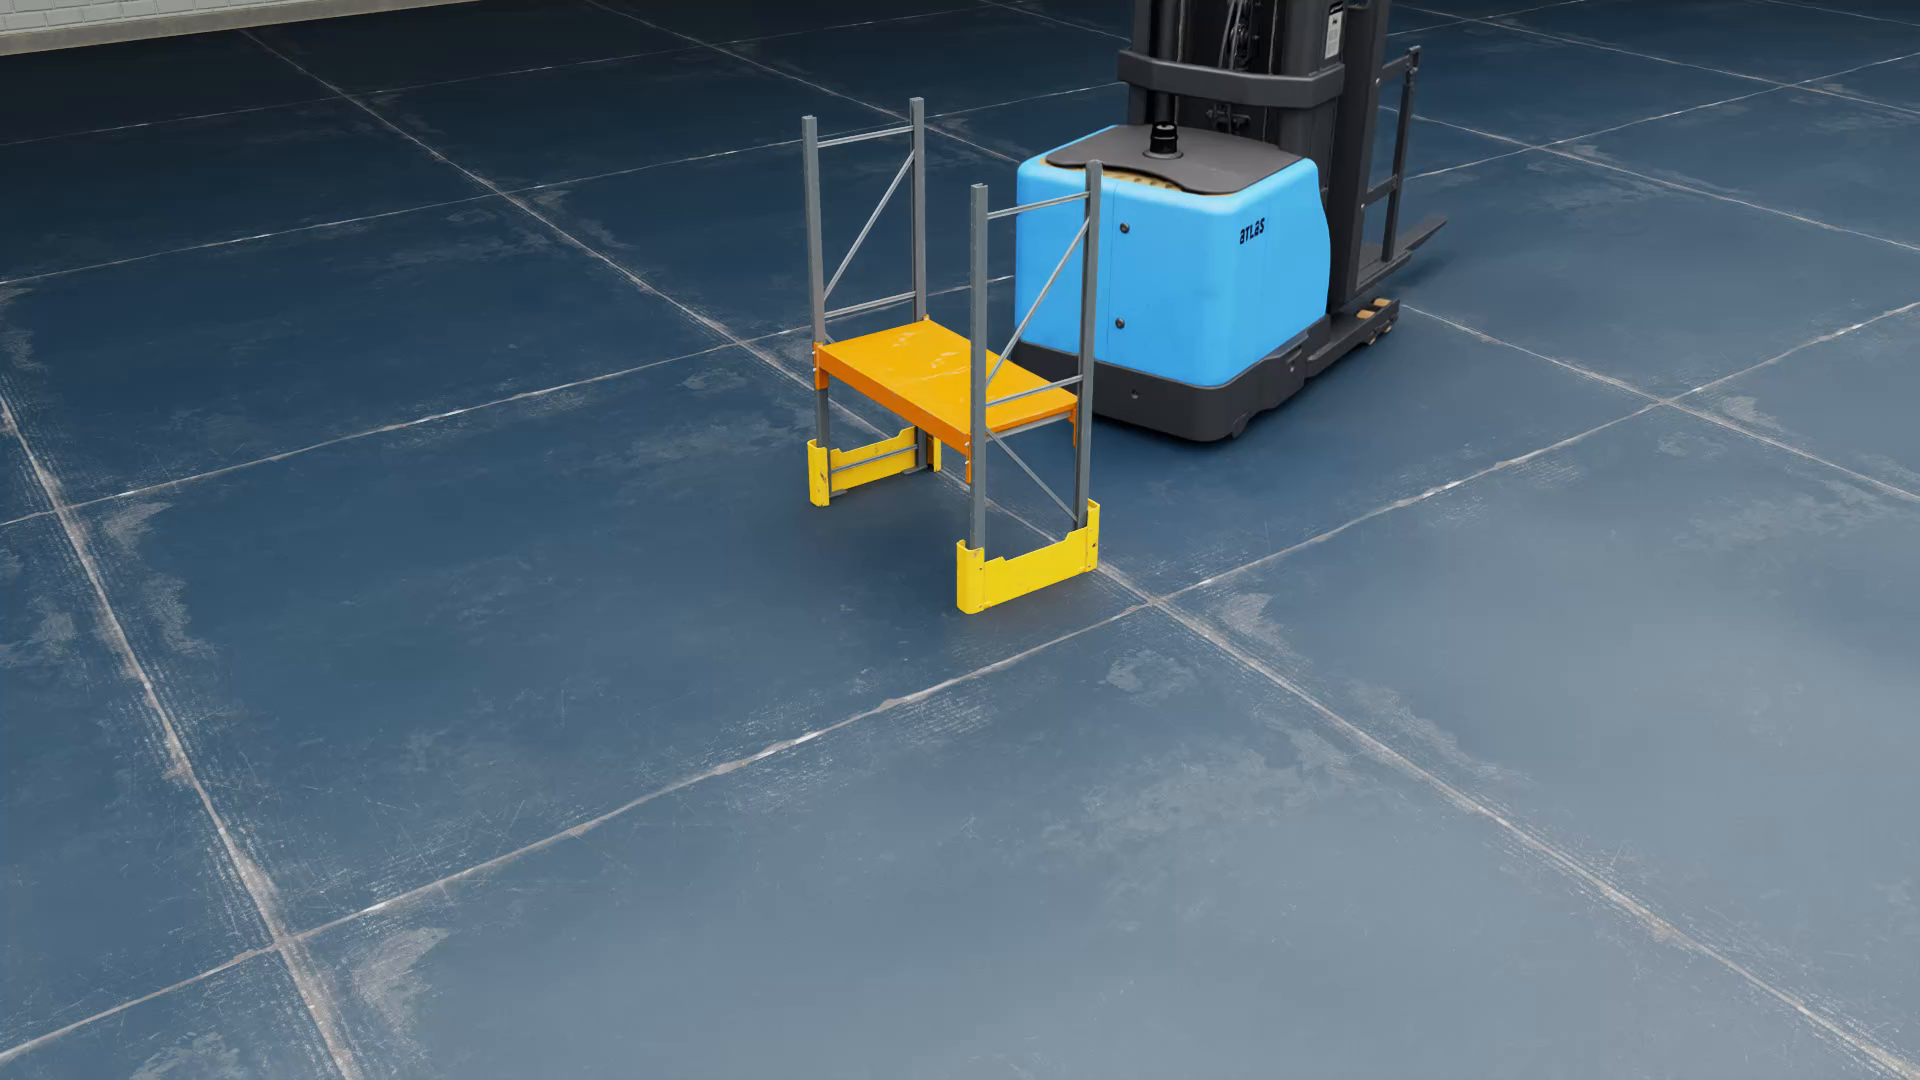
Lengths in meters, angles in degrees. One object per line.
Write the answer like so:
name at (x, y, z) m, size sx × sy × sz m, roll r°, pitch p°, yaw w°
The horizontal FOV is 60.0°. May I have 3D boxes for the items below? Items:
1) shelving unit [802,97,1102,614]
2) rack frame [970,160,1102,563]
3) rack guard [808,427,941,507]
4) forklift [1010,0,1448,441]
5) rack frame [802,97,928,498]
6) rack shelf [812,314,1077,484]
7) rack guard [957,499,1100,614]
shelving unit at (-0.044, -0.689, 5.947) m, size 0.587 × 1.500 × 1.083 m, roll -19°, pitch 34°, yaw -31°
rack frame at (0.245, -0.495, 5.589) m, size 0.500 × 1.500 × 0.032 m, roll -19°, pitch 34°, yaw -31°
rack guard at (-0.333, -0.333, 6.601) m, size 0.587 × 0.250 × 0.087 m, roll -19°, pitch 34°, yaw -31°
forklift at (1.487, -2.343, 7.493) m, size 1.130 × 2.935 × 3.031 m, roll 19°, pitch 34°, yaw 31°
rack frame at (-0.344, -0.890, 6.317) m, size 0.500 × 1.500 × 0.032 m, roll -19°, pitch 34°, yaw -31°
rack shelf at (-0.049, -0.534, 6.039) m, size 0.538 × 0.185 × 1.000 m, roll -19°, pitch 34°, yaw -31°
rack guard at (0.245, 0.054, 5.888) m, size 0.587 × 0.250 × 0.087 m, roll -19°, pitch 34°, yaw -31°
